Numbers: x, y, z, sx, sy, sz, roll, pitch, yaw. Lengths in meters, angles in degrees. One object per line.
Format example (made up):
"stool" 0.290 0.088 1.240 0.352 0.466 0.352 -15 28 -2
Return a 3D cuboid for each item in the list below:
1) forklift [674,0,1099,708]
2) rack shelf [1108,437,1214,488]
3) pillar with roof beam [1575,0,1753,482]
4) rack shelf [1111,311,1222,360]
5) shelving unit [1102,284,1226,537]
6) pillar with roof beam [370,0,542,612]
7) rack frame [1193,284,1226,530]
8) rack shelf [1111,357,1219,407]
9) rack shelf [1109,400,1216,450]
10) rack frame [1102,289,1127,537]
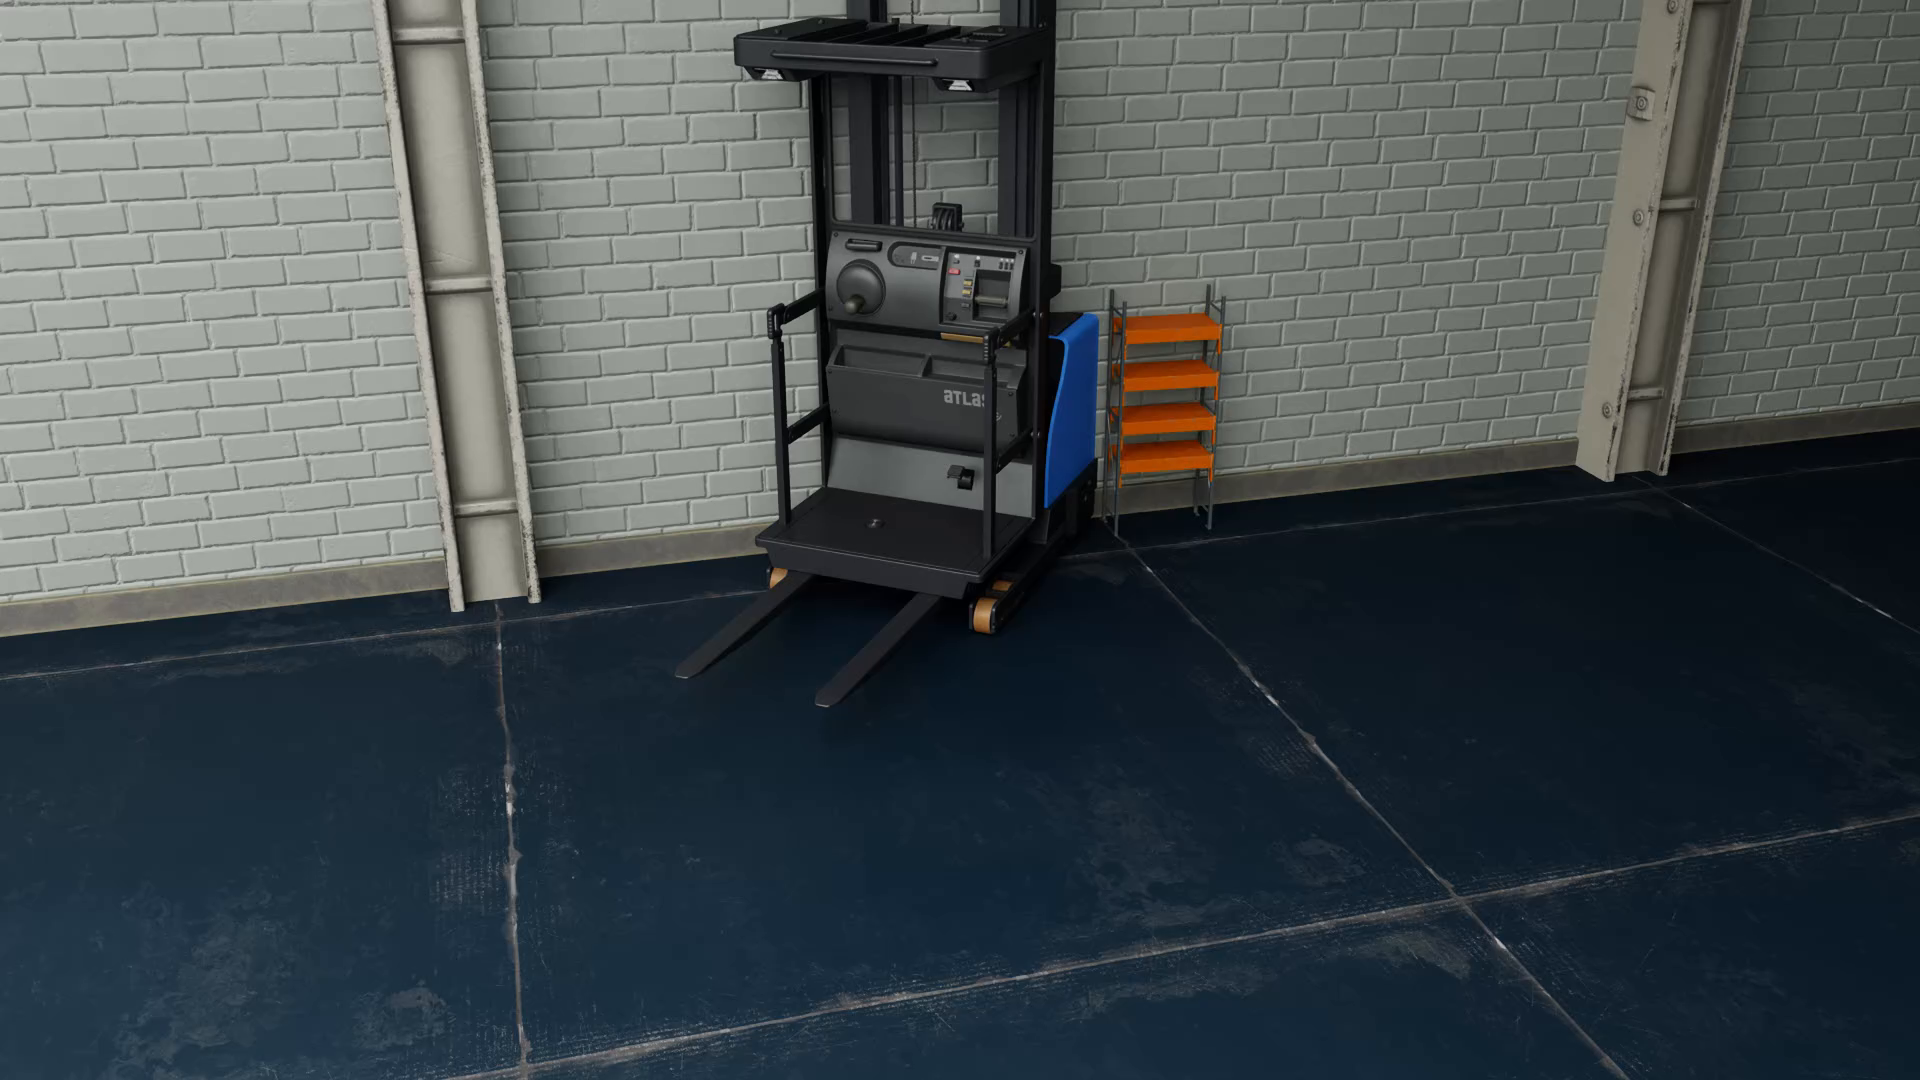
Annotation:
"forklift" -0.234 -1.119 7.142 1.130 2.935 3.031 9 25 20
"rack shelf" 0.995 -0.388 8.307 0.480 0.148 0.258 -4 24 -10
"pillar with roof beam" 4.799 -2.895 3.584 0.400 9.000 9.100 -6 24 -14
"rack shelf" 0.995 -0.994 8.047 0.480 0.148 0.258 -4 24 -10
"shelving unit" 0.995 -0.632 8.202 0.503 1.200 0.258 -4 24 -10
"pillar with roof beam" -0.978 -2.256 2.094 0.400 9.000 9.100 -6 24 -14
"rack frame" 1.235 -0.651 8.245 0.015 1.200 0.240 -4 24 -10
"rack shelf" 0.995 -0.776 8.141 0.480 0.148 0.258 -4 24 -10
"rack shelf" 0.995 -0.571 8.229 0.480 0.148 0.258 -4 24 -10
"rack frame" 0.756 -0.614 8.159 0.015 1.200 0.240 -4 24 -10
